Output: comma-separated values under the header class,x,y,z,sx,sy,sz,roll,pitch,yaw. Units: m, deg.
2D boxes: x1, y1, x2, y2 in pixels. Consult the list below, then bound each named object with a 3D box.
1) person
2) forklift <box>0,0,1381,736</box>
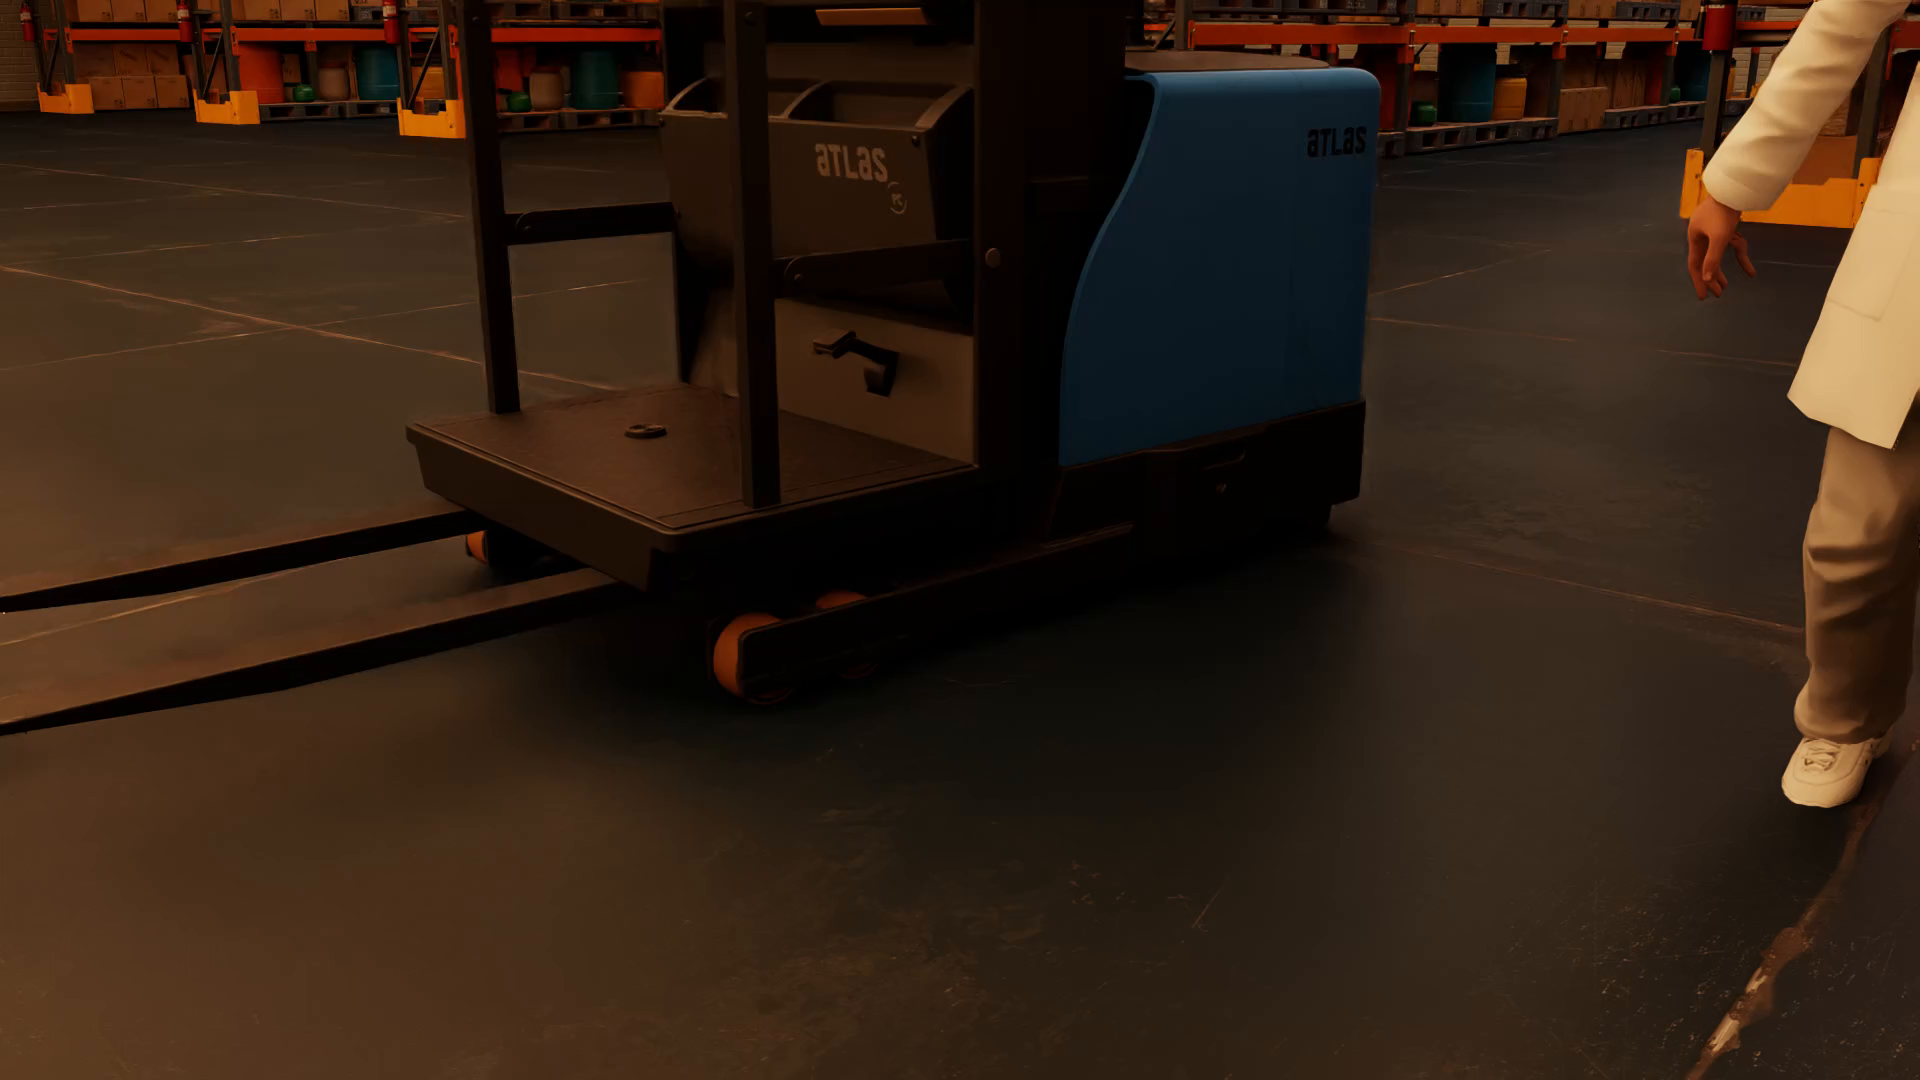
class,x,y,z,sx,sy,sz,roll,pitch,yaw
person,1.484,-0.370,2.307,0.919,1.760,0.551,12,21,34
forklift,-0.468,-1.278,3.105,3.031,2.935,1.130,-14,22,-39
